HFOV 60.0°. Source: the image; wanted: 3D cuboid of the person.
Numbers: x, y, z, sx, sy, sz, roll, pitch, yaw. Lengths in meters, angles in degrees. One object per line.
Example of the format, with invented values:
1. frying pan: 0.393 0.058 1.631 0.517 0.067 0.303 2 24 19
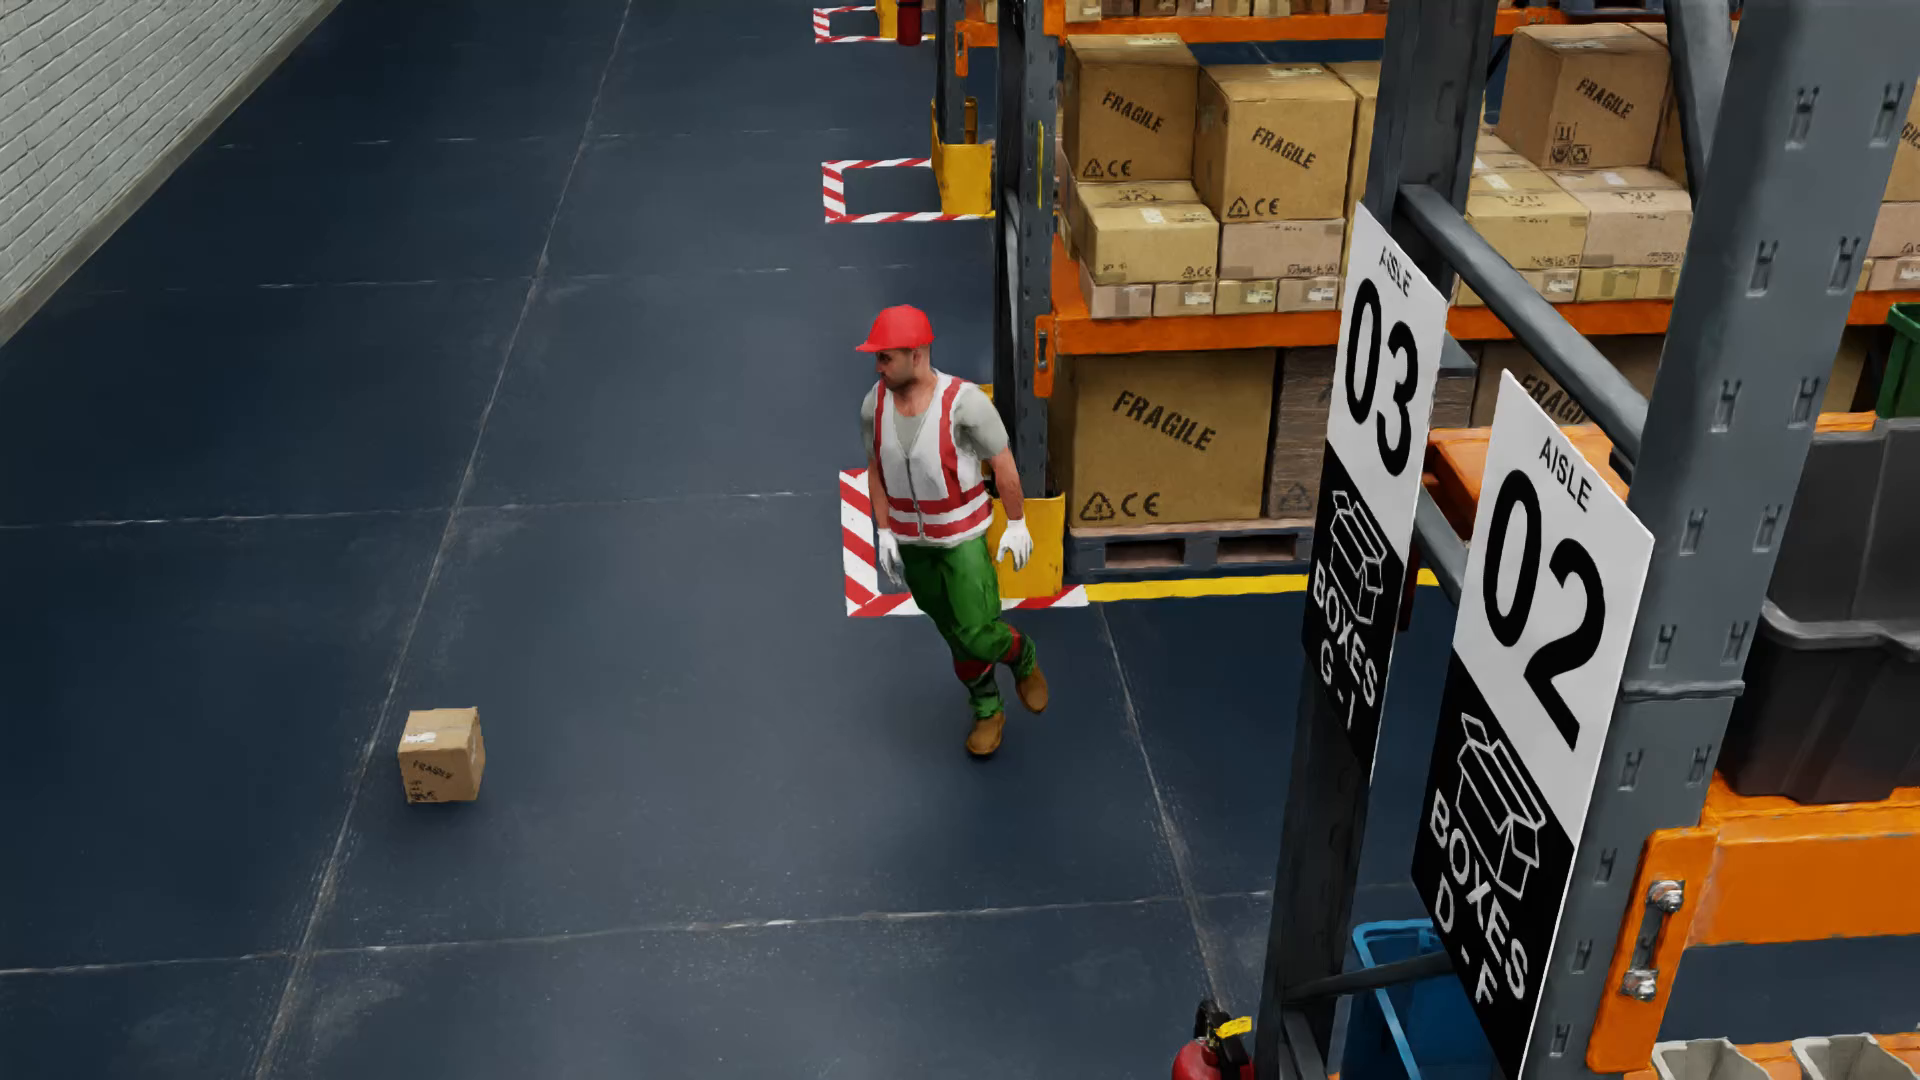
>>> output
1. person: -0.038 -0.017 6.149 0.717 1.748 0.515 12 33 20
